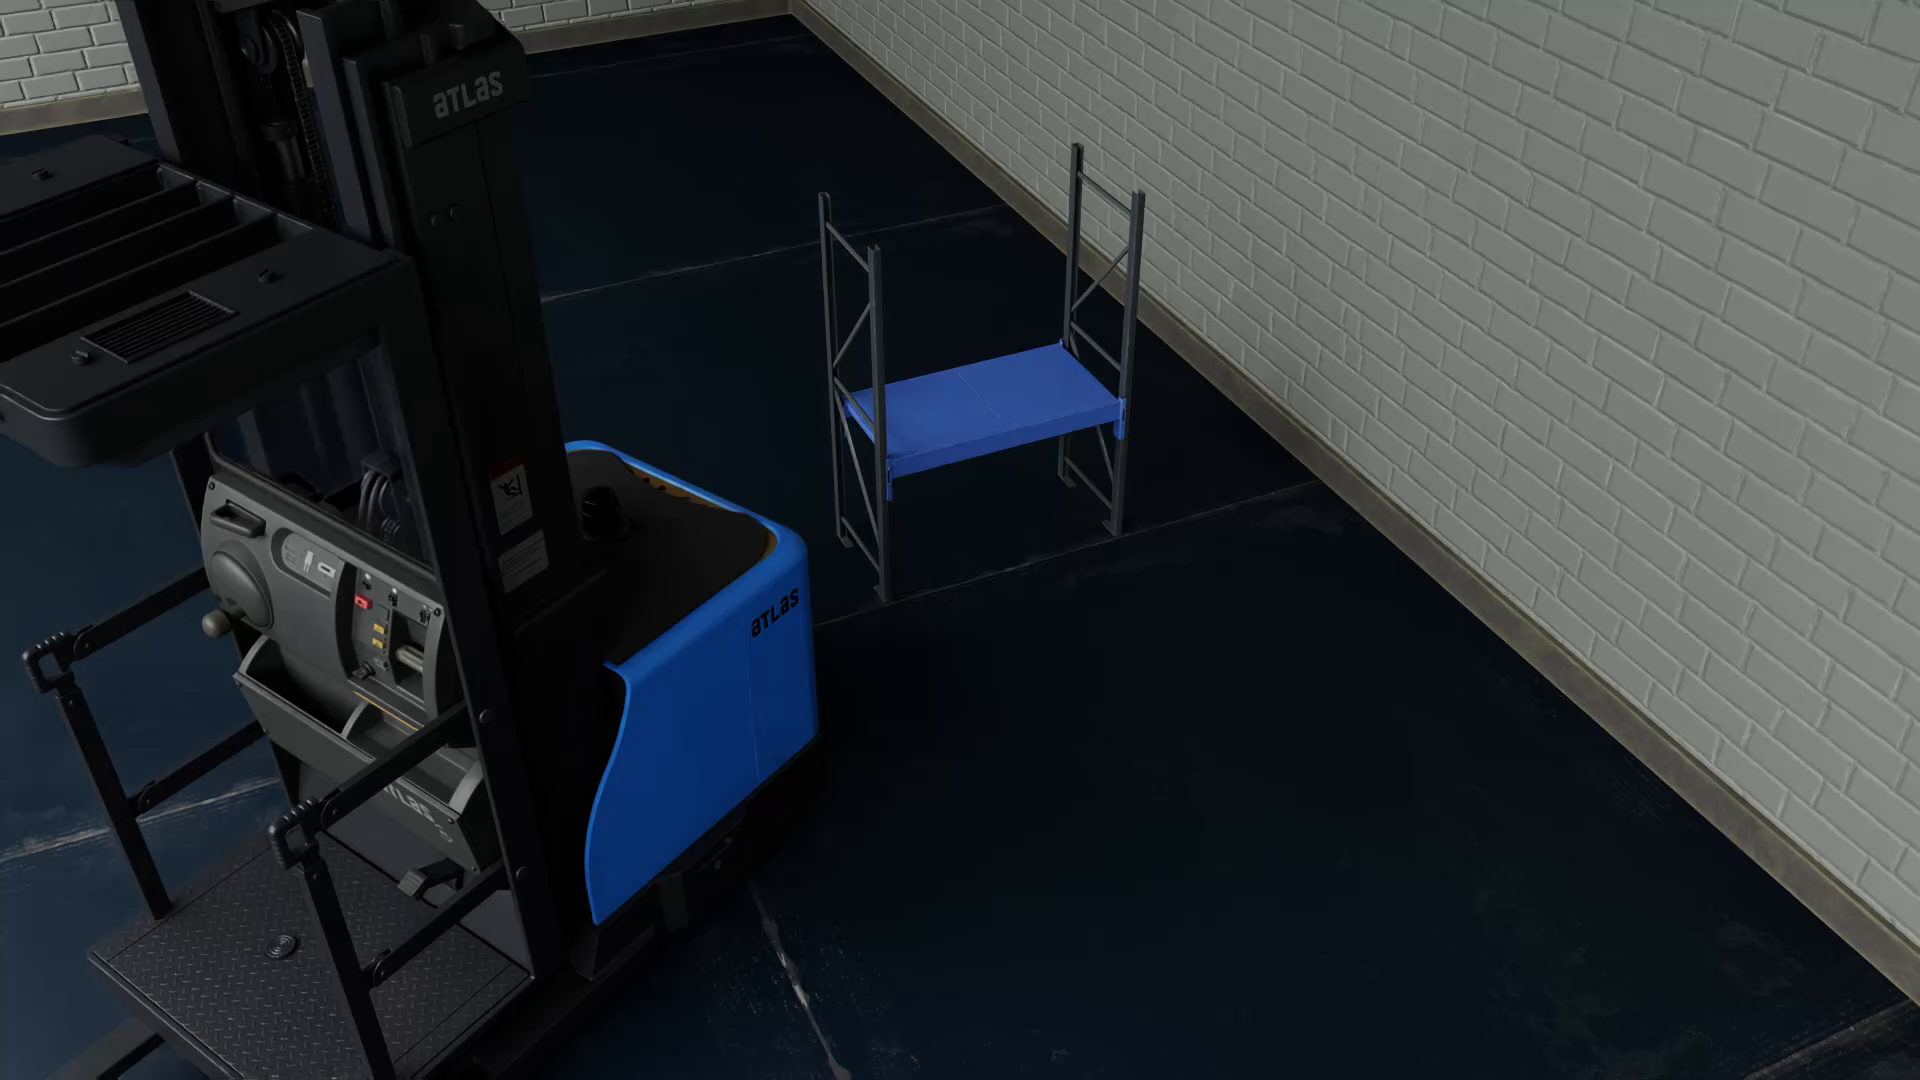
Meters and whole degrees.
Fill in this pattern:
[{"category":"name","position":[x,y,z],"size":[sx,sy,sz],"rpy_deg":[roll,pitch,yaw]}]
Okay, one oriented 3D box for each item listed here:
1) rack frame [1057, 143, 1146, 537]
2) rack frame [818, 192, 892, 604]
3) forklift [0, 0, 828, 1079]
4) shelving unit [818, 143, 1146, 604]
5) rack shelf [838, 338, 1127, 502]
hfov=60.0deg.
[{"category":"rack frame","position":[0.537,-0.753,6.506],"size":[0.032,1.500,0.500],"rpy_deg":[-16,39,-20]},{"category":"rack frame","position":[-0.383,-0.495,6.159],"size":[0.032,1.500,0.500],"rpy_deg":[-16,39,-20]},{"category":"forklift","position":[-1.714,0.214,4.001],"size":[1.130,2.935,3.031],"rpy_deg":[23,43,28]},{"category":"shelving unit","position":[0.077,-0.624,6.332],"size":[1.048,1.500,0.538],"rpy_deg":[-16,39,-20]},{"category":"rack shelf","position":[0.077,-0.480,6.439],"size":[1.000,0.185,0.538],"rpy_deg":[-16,39,-20]}]
